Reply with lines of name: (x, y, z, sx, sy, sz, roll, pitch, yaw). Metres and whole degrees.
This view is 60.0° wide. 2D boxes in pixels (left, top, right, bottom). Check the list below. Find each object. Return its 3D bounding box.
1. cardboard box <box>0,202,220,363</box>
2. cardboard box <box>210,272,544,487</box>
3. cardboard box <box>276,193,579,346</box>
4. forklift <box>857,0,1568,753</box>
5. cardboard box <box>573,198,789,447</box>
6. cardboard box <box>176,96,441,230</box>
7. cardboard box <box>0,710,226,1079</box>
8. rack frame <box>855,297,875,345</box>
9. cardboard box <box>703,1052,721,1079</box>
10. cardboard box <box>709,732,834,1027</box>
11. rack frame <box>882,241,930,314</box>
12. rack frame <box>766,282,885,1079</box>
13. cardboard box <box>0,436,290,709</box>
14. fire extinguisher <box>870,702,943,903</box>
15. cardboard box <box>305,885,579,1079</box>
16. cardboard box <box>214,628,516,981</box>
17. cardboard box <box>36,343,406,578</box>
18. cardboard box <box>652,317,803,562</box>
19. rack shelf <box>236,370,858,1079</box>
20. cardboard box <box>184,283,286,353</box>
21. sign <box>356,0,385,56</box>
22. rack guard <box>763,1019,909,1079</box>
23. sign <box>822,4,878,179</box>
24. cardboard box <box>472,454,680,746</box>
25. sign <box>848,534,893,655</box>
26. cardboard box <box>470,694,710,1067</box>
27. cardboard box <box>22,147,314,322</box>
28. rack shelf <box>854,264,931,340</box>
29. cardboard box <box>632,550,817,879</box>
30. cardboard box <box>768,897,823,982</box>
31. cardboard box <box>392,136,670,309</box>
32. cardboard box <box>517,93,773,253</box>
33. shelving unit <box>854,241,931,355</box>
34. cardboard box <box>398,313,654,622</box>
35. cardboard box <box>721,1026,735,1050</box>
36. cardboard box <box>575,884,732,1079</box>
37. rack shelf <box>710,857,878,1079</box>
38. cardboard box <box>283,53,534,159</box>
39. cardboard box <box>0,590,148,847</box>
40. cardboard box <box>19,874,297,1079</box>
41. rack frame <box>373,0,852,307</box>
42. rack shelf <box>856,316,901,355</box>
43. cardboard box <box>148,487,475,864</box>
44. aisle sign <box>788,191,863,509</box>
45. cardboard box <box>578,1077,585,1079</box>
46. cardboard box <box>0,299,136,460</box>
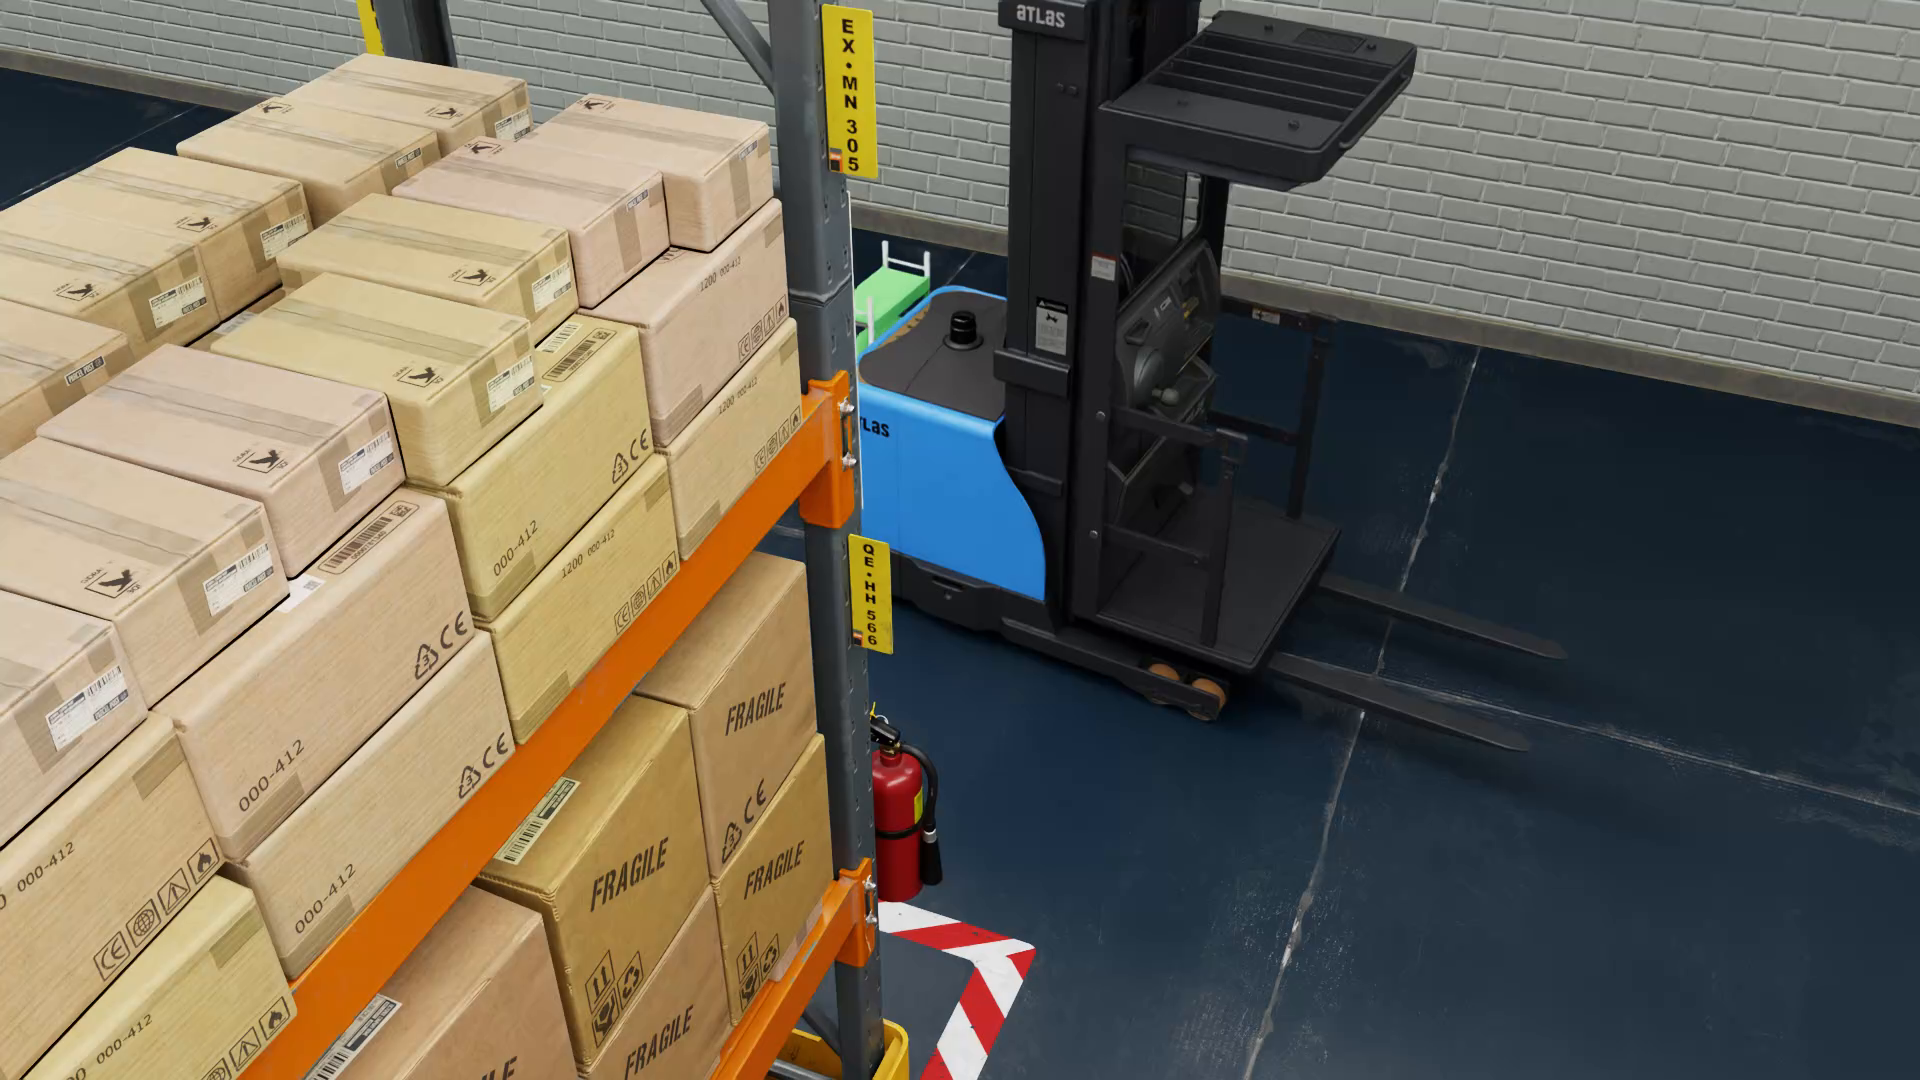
cardboard box: (-1.422, -0.388, 2.632, 0.380, 0.149, 0.250, 14, 39, 18)
cardboard box: (-0.847, -0.242, 2.437, 0.380, 0.149, 0.250, 14, 39, 18)
cardboard box: (-0.847, -0.413, 2.666, 0.380, 0.149, 0.250, 13, 39, 16)
forklift: (0.990, -0.807, 6.381, 3.031, 2.935, 1.130, 18, 41, 23)
cardboard box: (-0.651, -0.447, 3.045, 0.500, 0.250, 0.500, 13, 39, 16)
cardboard box: (-1.158, -0.656, 2.991, 0.380, 0.149, 0.250, 15, 39, 20)
cardboard box: (-1.245, 0.396, 1.917, 0.500, 0.250, 0.500, 12, 38, 16)
rack frame: (-0.477, -0.586, 7.530, 0.240, 1.200, 0.015, 18, 40, 23)
cardboard box: (-0.784, 1.198, 3.851, 0.380, 0.149, 0.250, 13, 39, 17)
cardboard box: (-0.644, 0.729, 3.937, 0.500, 0.500, 0.500, 15, 39, 19)
rack frame: (-0.240, -0.842, 7.872, 0.240, 1.200, 0.015, 18, 40, 23)
rack frame: (-0.711, 0.581, 4.467, 1.000, 3.000, 0.127, 14, 39, 18)
cardboard box: (-1.082, 0.033, 2.070, 0.380, 0.149, 0.250, 15, 39, 19)
fire extinguisher: (-0.188, 0.727, 4.648, 0.296, 0.674, 0.183, 14, 39, 18)
cardboard box: (-1.037, 0.902, 2.871, 0.500, 0.500, 0.500, 16, 40, 20)
cardboard box: (-1.028, 0.308, 2.453, 0.500, 0.250, 0.500, 16, 39, 20)
cardboard box: (-1.000, -0.115, 2.268, 0.380, 0.149, 0.250, 13, 39, 17)
cardboard box: (-0.639, -0.248, 3.196, 0.500, 0.250, 0.500, 13, 39, 17)
rack shelf: (-1.472, 0.775, 2.303, 1.077, 0.370, 4.000, 14, 39, 18)
cardboard box: (-1.316, -0.287, 2.831, 0.500, 0.250, 0.500, 13, 39, 17)
sign: (-1.213, -1.094, 3.473, 0.100, 0.325, 0.005, 14, 39, 18)
rack guard: (-0.740, 1.624, 5.159, 1.175, 0.500, 0.348, 14, 39, 18)
sign: (-0.205, -0.837, 3.120, 0.100, 0.325, 0.005, 14, 39, 18)
cardboard box: (-0.827, 0.036, 2.816, 0.500, 0.250, 0.500, 14, 39, 18)
sign: (-0.205, 0.128, 3.842, 0.100, 0.325, 0.005, 14, 39, 18)
cardboard box: (-0.848, 0.612, 3.259, 0.500, 0.500, 0.500, 13, 39, 16)
cardboard box: (-1.329, -0.522, 2.812, 0.380, 0.149, 0.250, 14, 39, 18)
rack shelf: (-0.361, -1.048, 7.454, 0.258, 0.148, 0.480, 18, 40, 23)
cardboard box: (-0.655, 0.332, 3.634, 0.500, 0.500, 0.500, 13, 39, 17)
cardboard box: (-0.574, 0.927, 4.215, 0.380, 0.149, 0.250, 14, 39, 18)
cardboard box: (-0.730, -0.550, 2.850, 0.380, 0.149, 0.250, 14, 39, 18)
cardboard box: (-0.566, -0.669, 3.009, 0.380, 0.149, 0.250, 14, 39, 17)
shelving unit: (-0.359, -0.714, 7.701, 0.258, 1.200, 0.503, 18, 40, 23)
cardboard box: (-0.844, -0.164, 2.666, 0.500, 0.250, 0.500, 13, 39, 17)
cardboard box: (-0.703, 1.056, 4.042, 0.380, 0.149, 0.250, 14, 39, 18)
cardboard box: (-0.845, 1.013, 3.557, 0.500, 0.500, 0.500, 13, 39, 17)
rack shelf: (-1.472, 1.977, 3.201, 1.077, 0.370, 4.000, 14, 39, 18)
cardboard box: (-1.045, -0.793, 3.174, 0.380, 0.149, 0.250, 14, 39, 17)
cardboard box: (-1.172, 0.178, 1.876, 0.380, 0.149, 0.250, 13, 39, 16)
cardboard box: (-1.212, 0.606, 2.053, 0.500, 0.250, 0.500, 16, 40, 20)
rack frame: (-0.711, -1.822, 2.671, 1.000, 3.000, 0.127, 14, 39, 18)
rack shelf: (-0.360, -0.856, 7.597, 0.258, 0.148, 0.480, 18, 40, 23)
cardboard box: (-1.042, 0.119, 2.288, 0.500, 0.250, 0.500, 14, 39, 18)
aisle sign: (-0.406, -0.432, 3.651, 0.394, 0.787, 0.004, 14, 39, 18)
cardboard box: (-1.029, 1.296, 3.178, 0.500, 0.500, 0.500, 14, 39, 18)
cardboard box: (-1.423, -0.221, 2.409, 0.380, 0.149, 0.250, 15, 39, 19)
